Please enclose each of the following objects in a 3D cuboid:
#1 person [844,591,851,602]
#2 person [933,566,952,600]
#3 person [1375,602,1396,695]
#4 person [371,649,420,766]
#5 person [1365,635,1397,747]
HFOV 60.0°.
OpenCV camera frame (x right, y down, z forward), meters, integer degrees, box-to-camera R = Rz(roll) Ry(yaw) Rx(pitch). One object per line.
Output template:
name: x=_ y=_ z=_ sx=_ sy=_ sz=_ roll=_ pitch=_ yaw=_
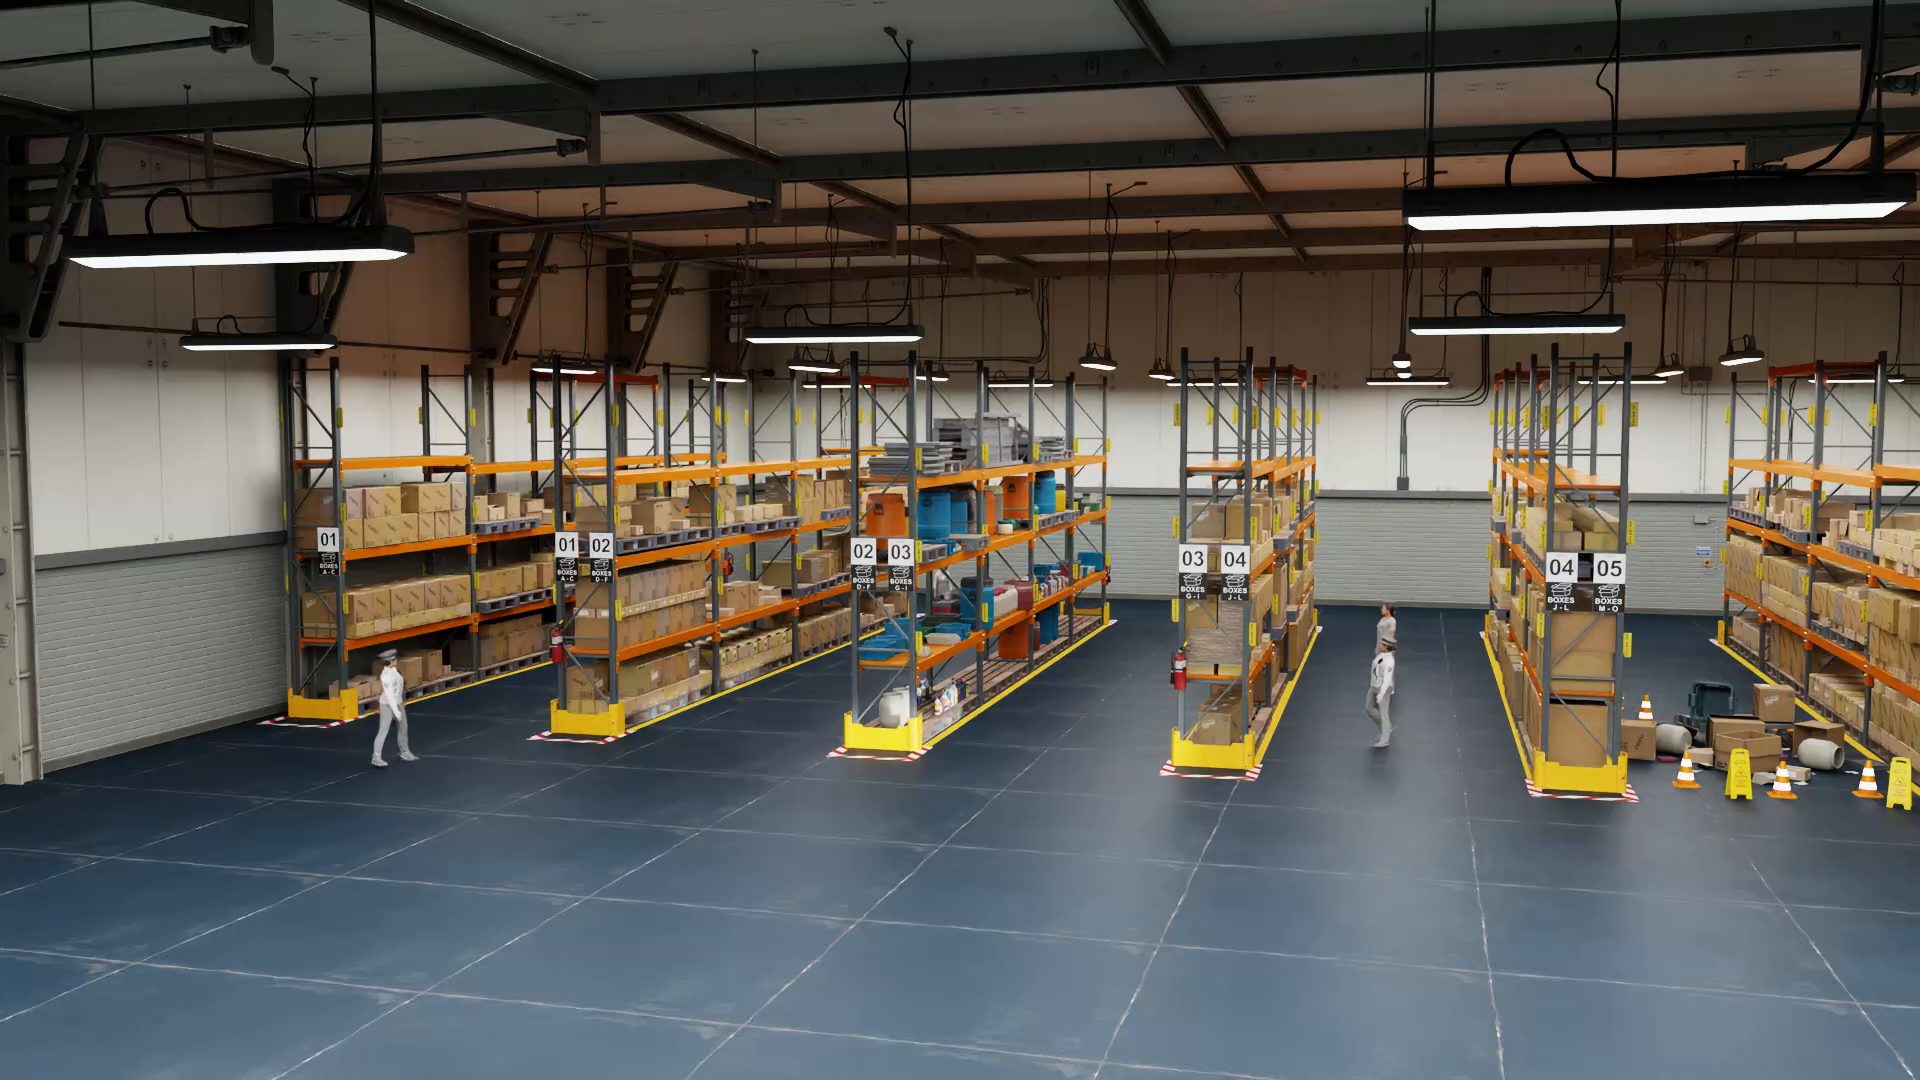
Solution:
person: x=-2.819 y=1.033 z=42.865 sx=0.351 sy=1.668 sz=0.501 roll=3 pitch=5 yaw=38
person: x=-0.410 y=1.294 z=39.795 sx=0.442 sy=1.547 sz=0.828 roll=1 pitch=4 yaw=10
person: x=7.709 y=1.968 z=30.123 sx=0.373 sy=1.688 sz=0.480 roll=-2 pitch=5 yaw=-28
person: x=-8.194 y=2.419 z=24.048 sx=0.502 sy=1.707 sz=0.664 roll=0 pitch=4 yaw=6
person: x=6.456 y=2.290 z=25.444 sx=0.437 sy=1.685 sz=0.571 roll=-1 pitch=4 yaw=-14
